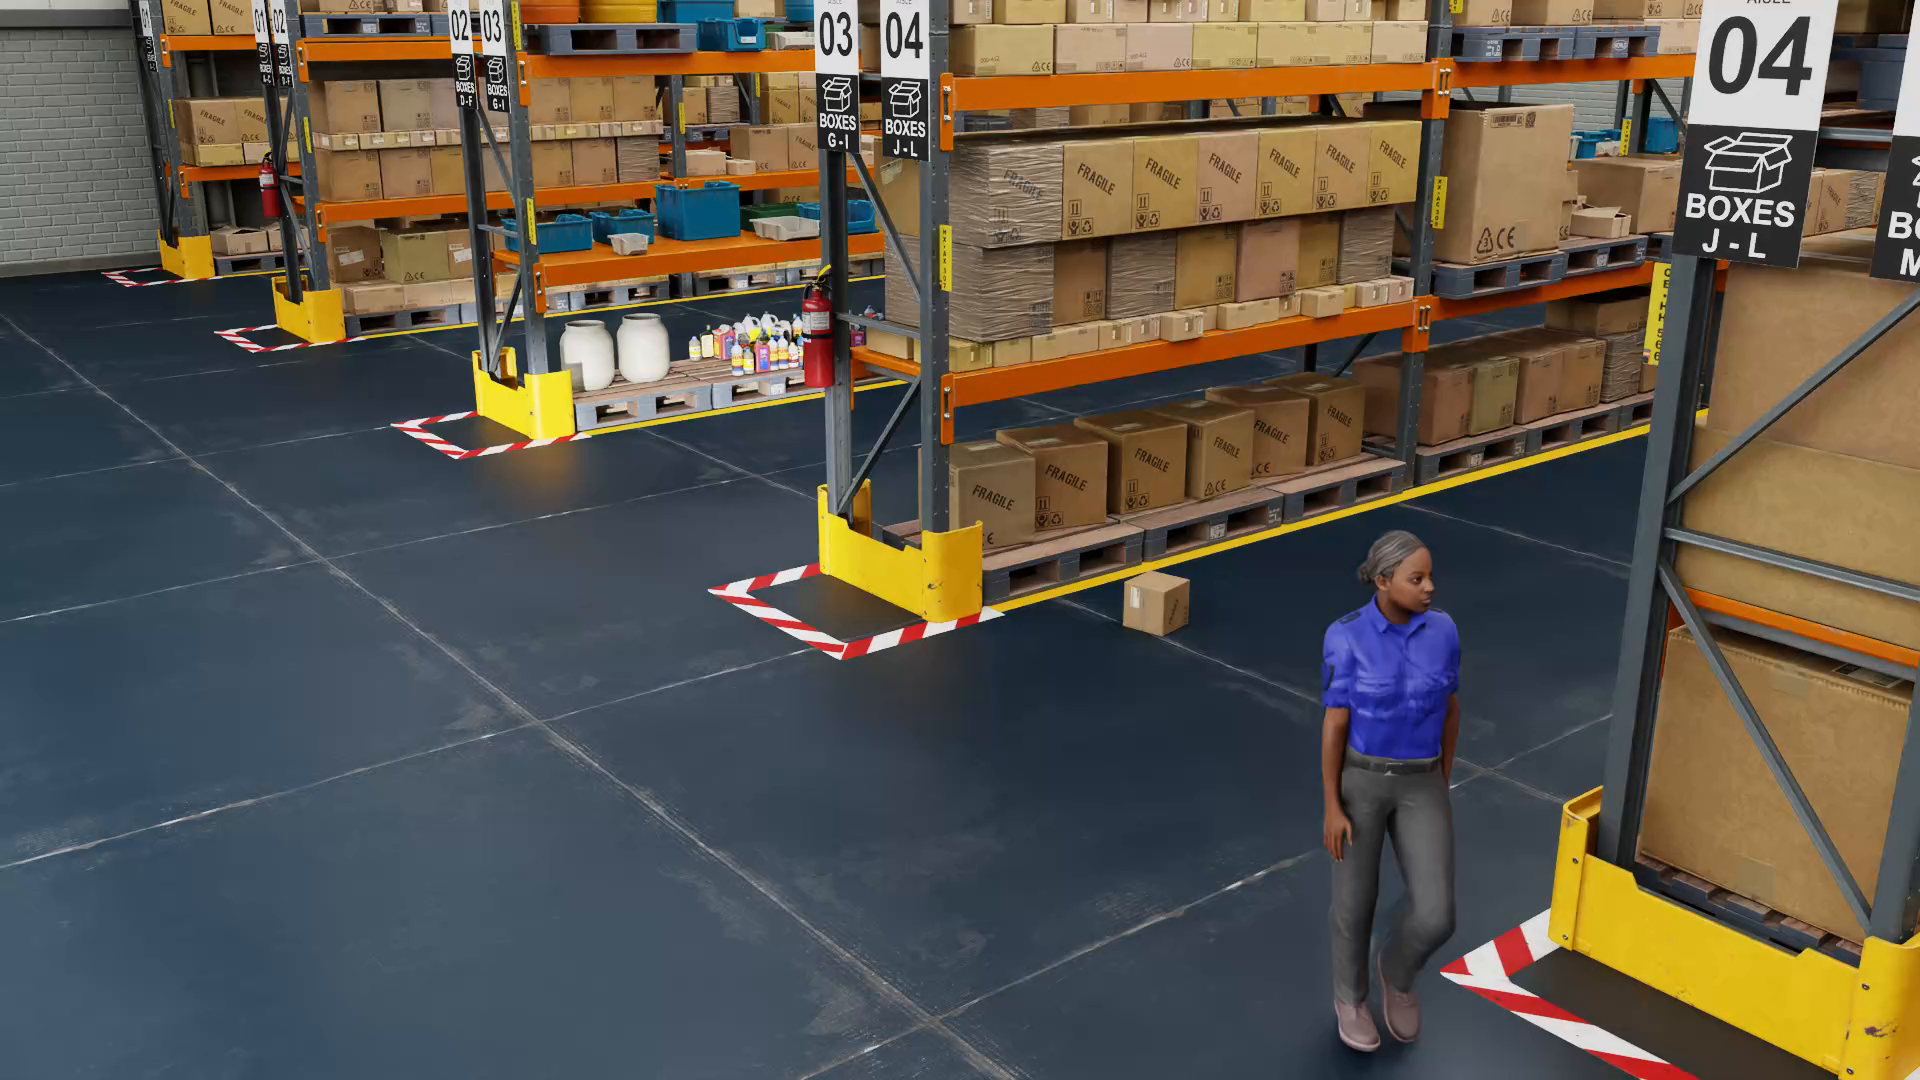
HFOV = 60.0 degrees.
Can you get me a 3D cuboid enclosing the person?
[{"bbox_3d":[1.306,0.801,5.037,0.454,1.691,0.399,-1,18,-2],"label":"person"}]
